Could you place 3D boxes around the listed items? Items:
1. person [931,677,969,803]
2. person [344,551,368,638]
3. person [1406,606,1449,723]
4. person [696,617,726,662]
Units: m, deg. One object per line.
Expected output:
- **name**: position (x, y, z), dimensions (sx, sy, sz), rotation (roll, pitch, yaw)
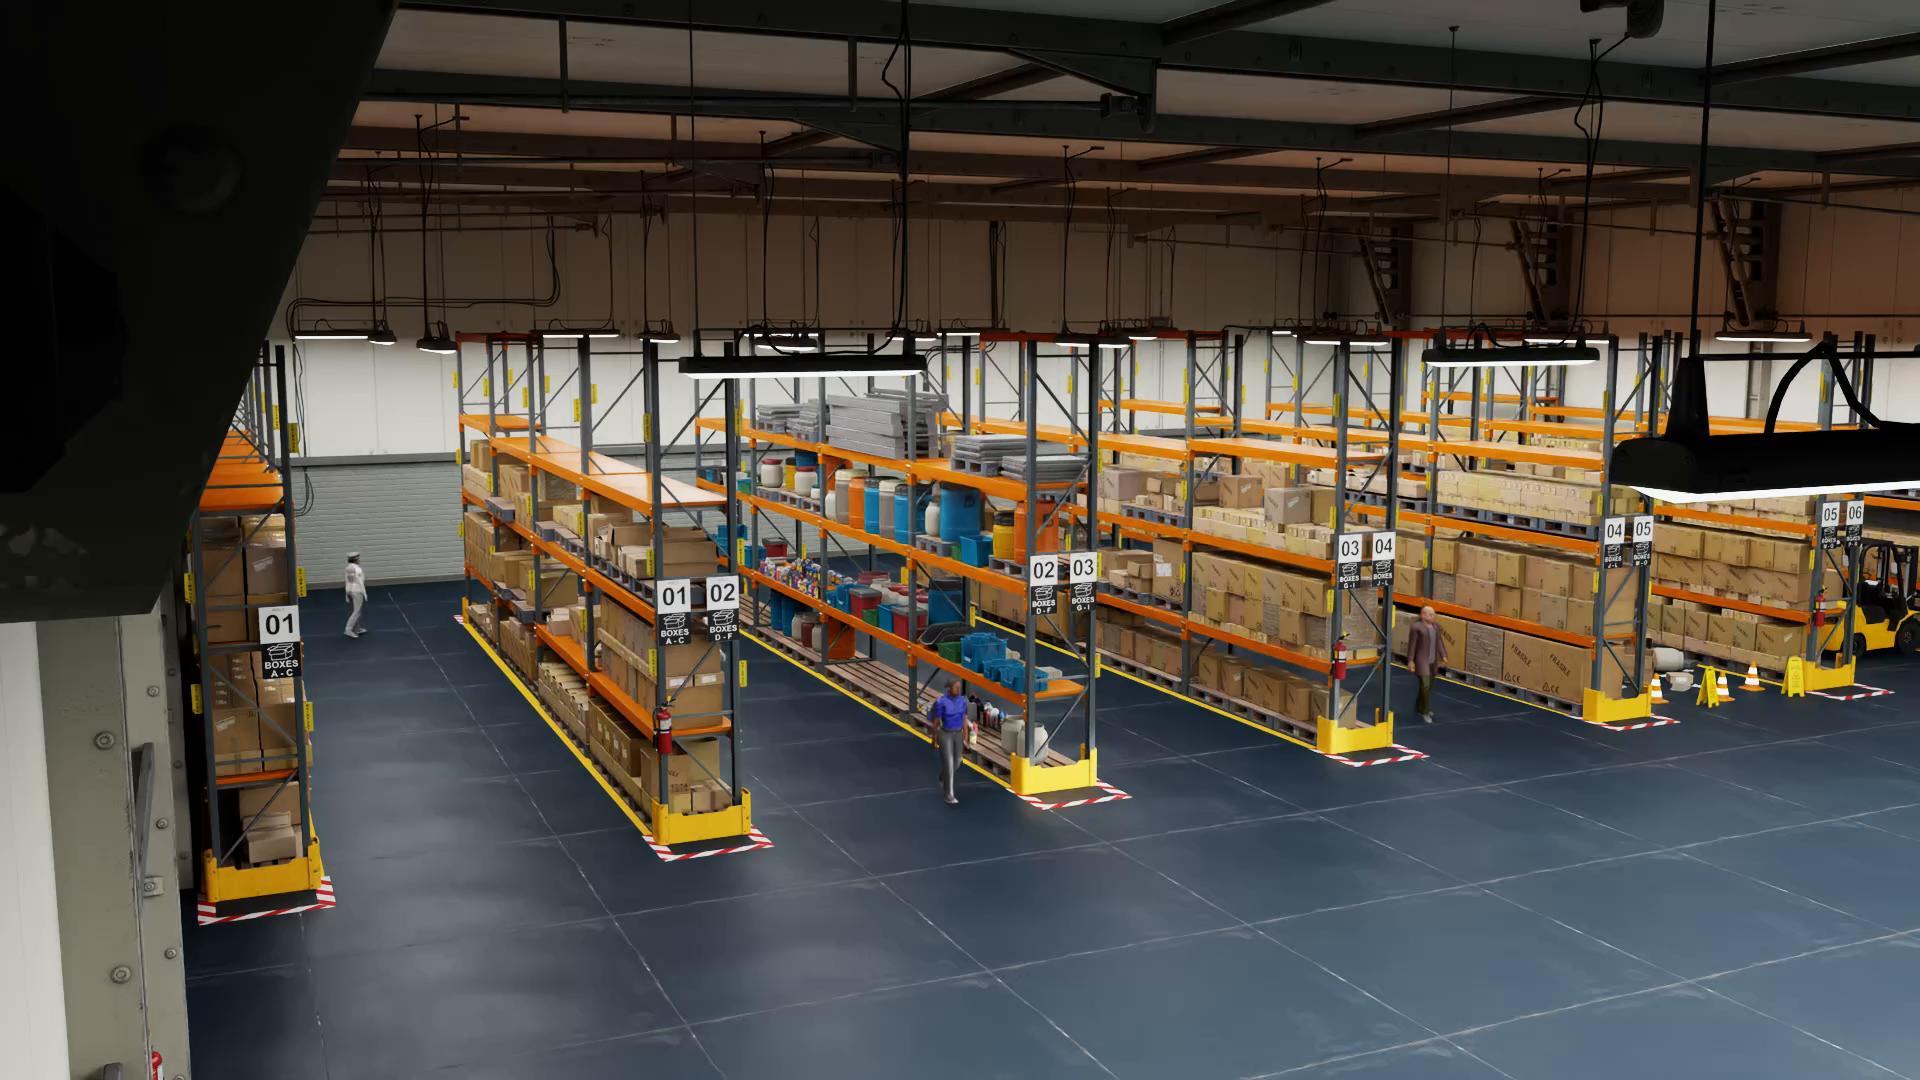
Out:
- **person**: position (-0.139, 2.590, 21.878), dimensions (0.463, 1.621, 0.806), rotation (-5, 9, -34)
- **person**: position (-11.973, 1.067, 32.871), dimensions (0.552, 1.669, 0.666), rotation (6, 10, 40)
- **person**: position (7.358, 1.950, 26.182), dimensions (0.635, 1.841, 0.603), rotation (-4, 9, -28)
- **person**: position (-4.106, 1.852, 26.704), dimensions (0.609, 1.739, 0.969), rotation (-6, 10, -37)
